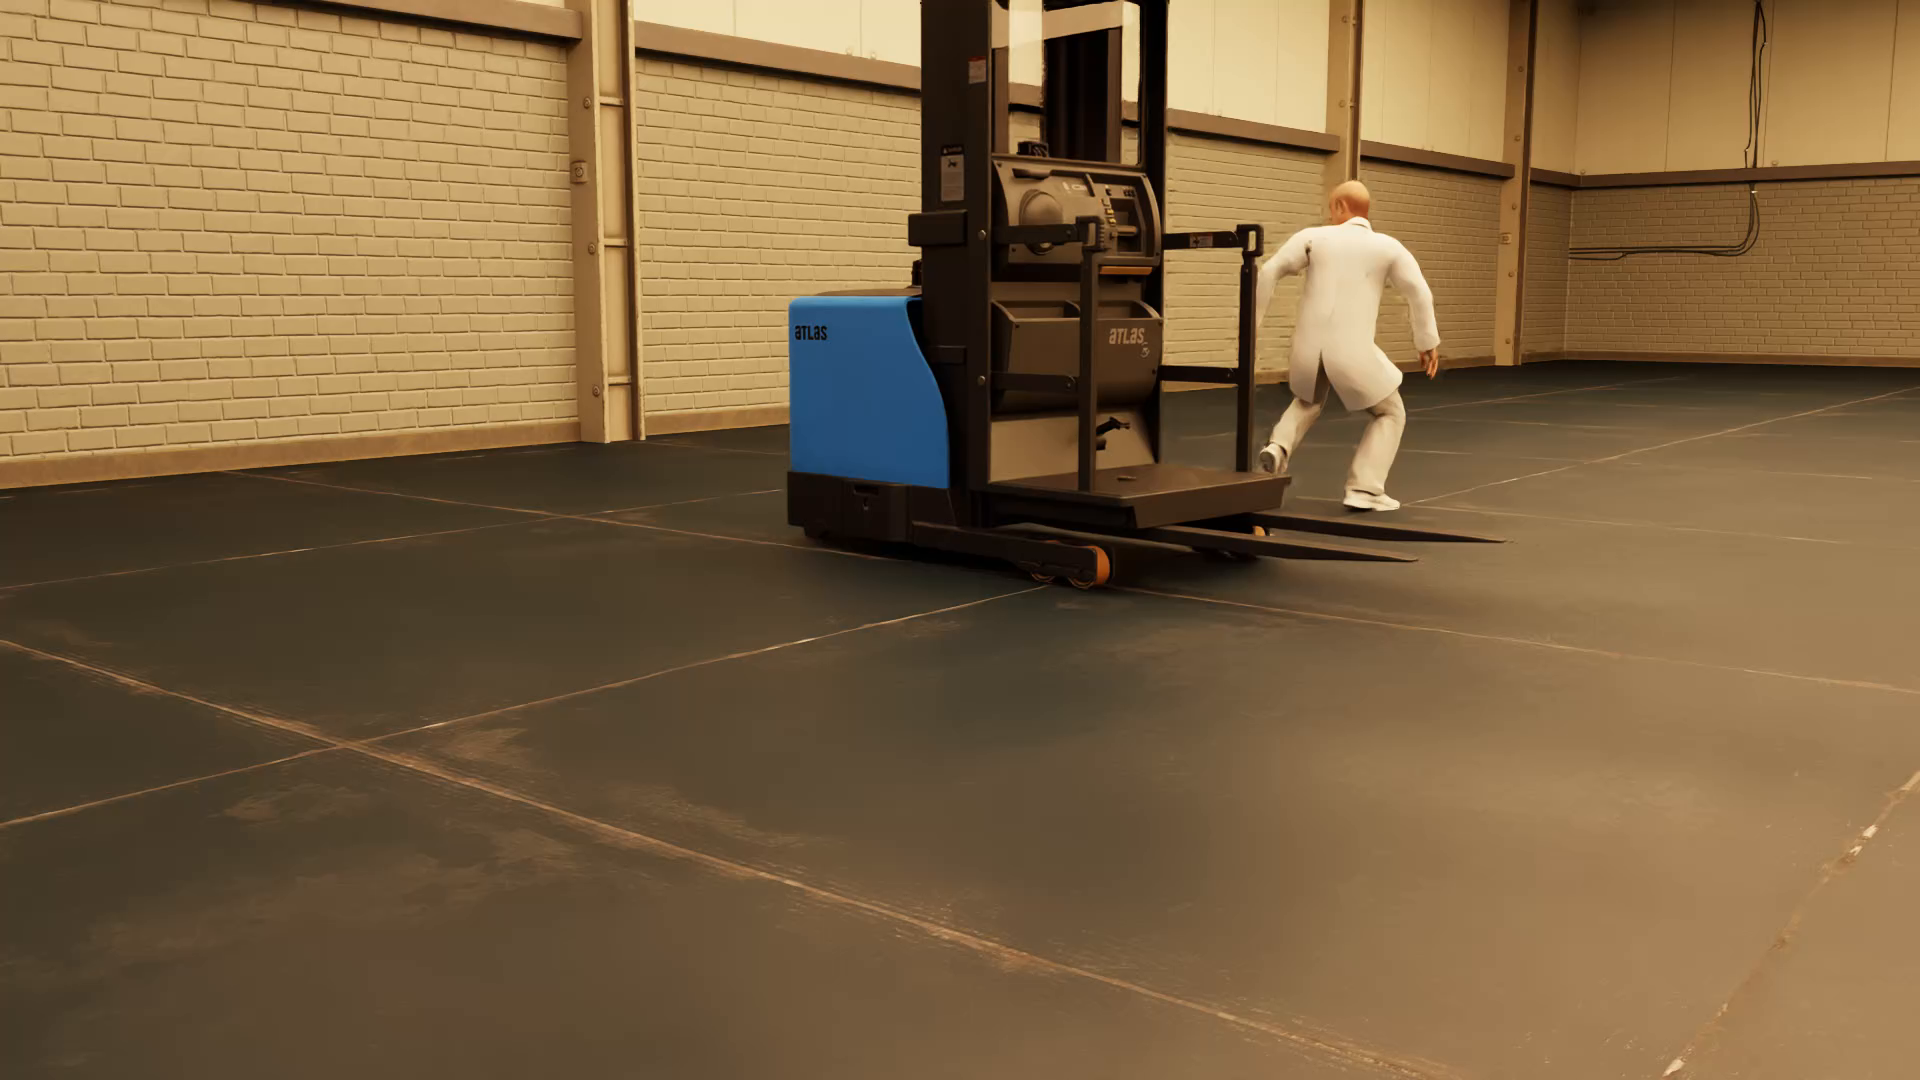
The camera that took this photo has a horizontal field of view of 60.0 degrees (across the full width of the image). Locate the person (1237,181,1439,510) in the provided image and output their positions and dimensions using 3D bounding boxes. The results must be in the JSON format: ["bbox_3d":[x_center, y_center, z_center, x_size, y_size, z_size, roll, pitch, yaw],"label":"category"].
[{"bbox_3d":[1.920,-0.976,8.462,0.922,1.670,0.581,5,10,32],"label":"person"}]

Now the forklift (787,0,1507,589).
[{"bbox_3d":[0.630,-1.352,6.518,3.031,2.935,1.130,8,12,44],"label":"forklift"}]
